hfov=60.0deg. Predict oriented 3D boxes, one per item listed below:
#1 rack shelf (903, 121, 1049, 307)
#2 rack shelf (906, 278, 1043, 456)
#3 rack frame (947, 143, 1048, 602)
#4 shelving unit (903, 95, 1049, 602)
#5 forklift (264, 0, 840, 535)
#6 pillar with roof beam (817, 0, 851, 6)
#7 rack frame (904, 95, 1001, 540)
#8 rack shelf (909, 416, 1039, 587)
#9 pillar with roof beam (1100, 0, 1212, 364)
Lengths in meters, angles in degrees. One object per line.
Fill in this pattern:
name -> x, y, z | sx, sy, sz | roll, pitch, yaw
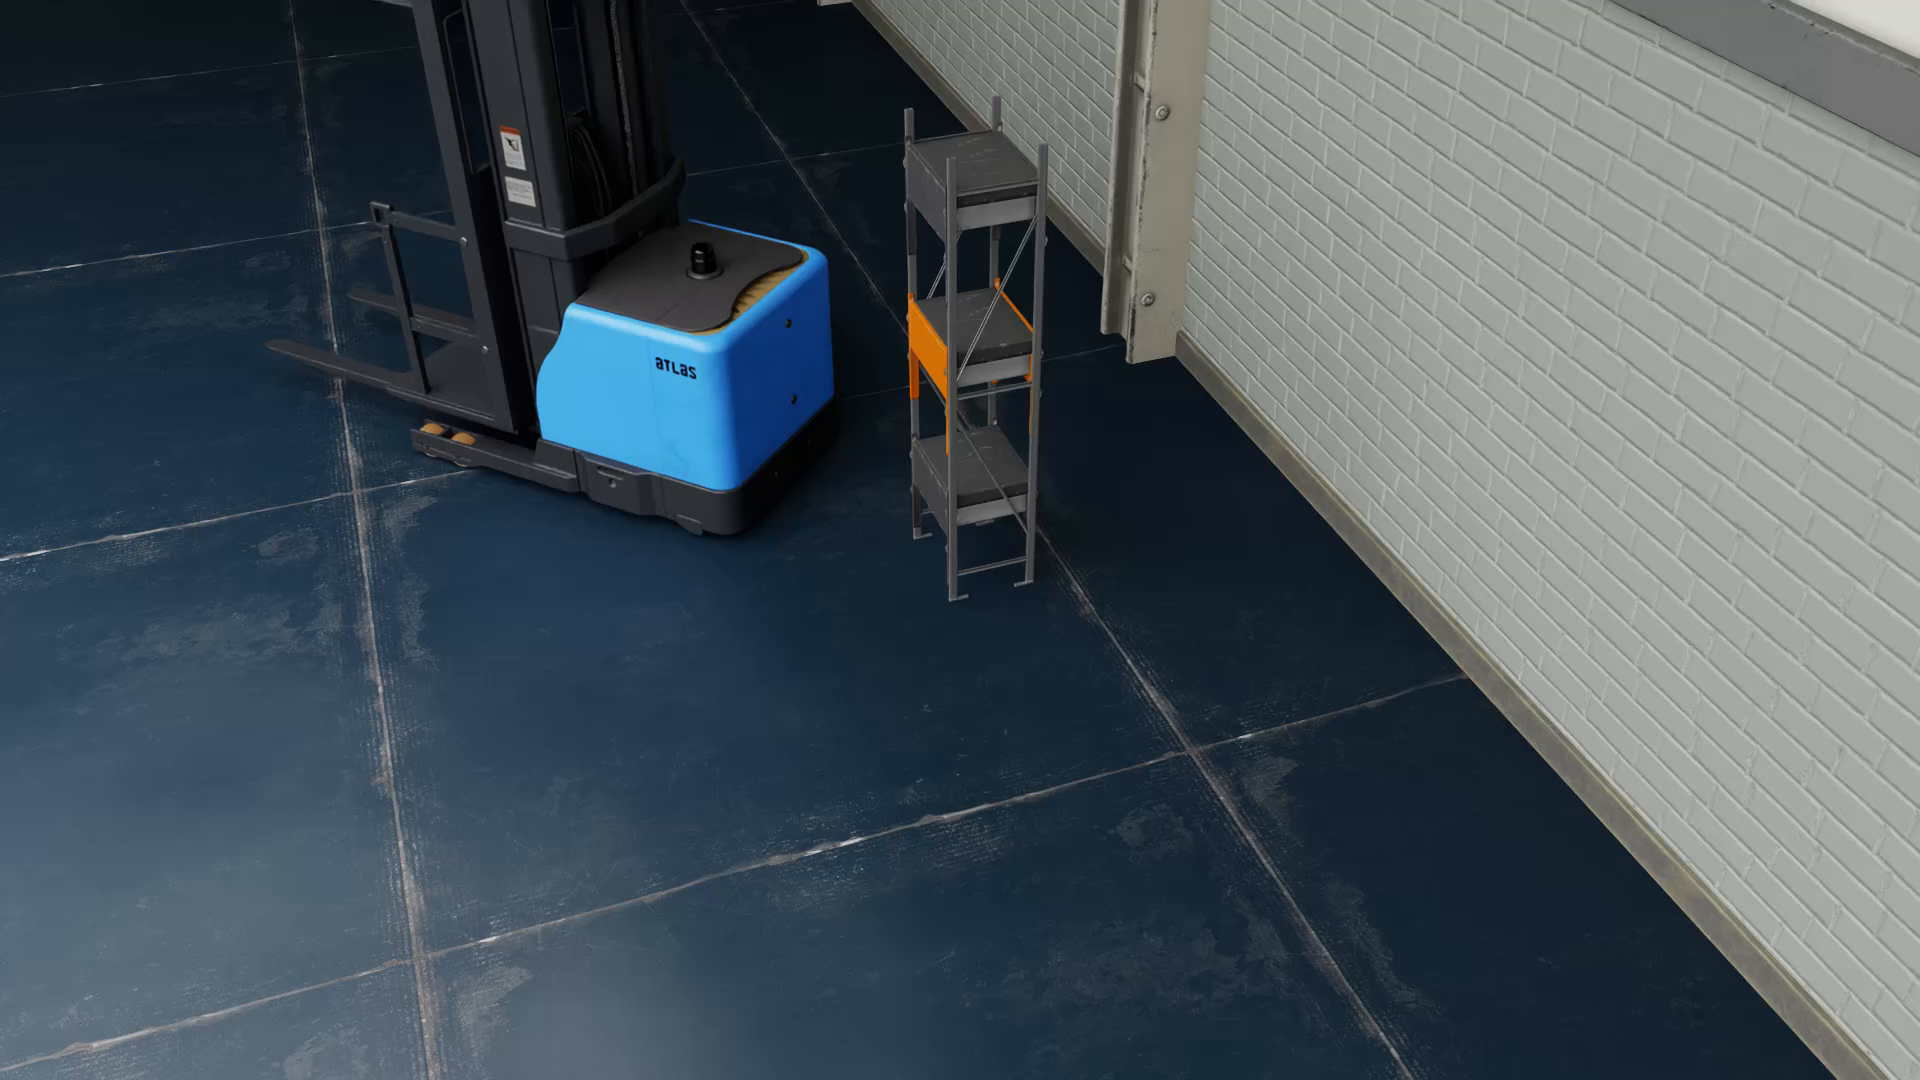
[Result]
rack shelf -> 0.057, -1.293, 6.581 | 0.431, 0.518, 0.480 | -12, 39, -16
rack shelf -> 0.057, -0.734, 7.002 | 0.431, 0.518, 0.480 | -12, 39, -16
rack frame -> 0.141, -0.607, 6.811 | 0.400, 2.100, 0.015 | -12, 39, -16
shelving unit -> 0.057, -0.745, 6.994 | 0.431, 2.100, 0.503 | -12, 39, -16
forklift -> -2.157, -1.800, 7.703 | 3.031, 2.935, 1.130 | 17, 40, 21
pillar with roof beam -> -5.112, -7.189, 9.815 | 9.100, 9.000, 0.400 | -12, 39, -16
rack frame -> -0.027, -0.883, 7.177 | 0.400, 2.100, 0.015 | -12, 39, -16
rack shelf -> 0.057, -0.175, 7.423 | 0.431, 0.518, 0.480 | -12, 39, -16
pillar with roof beam -> -3.047, -3.800, 5.315 | 9.100, 9.000, 0.400 | -12, 39, -16
